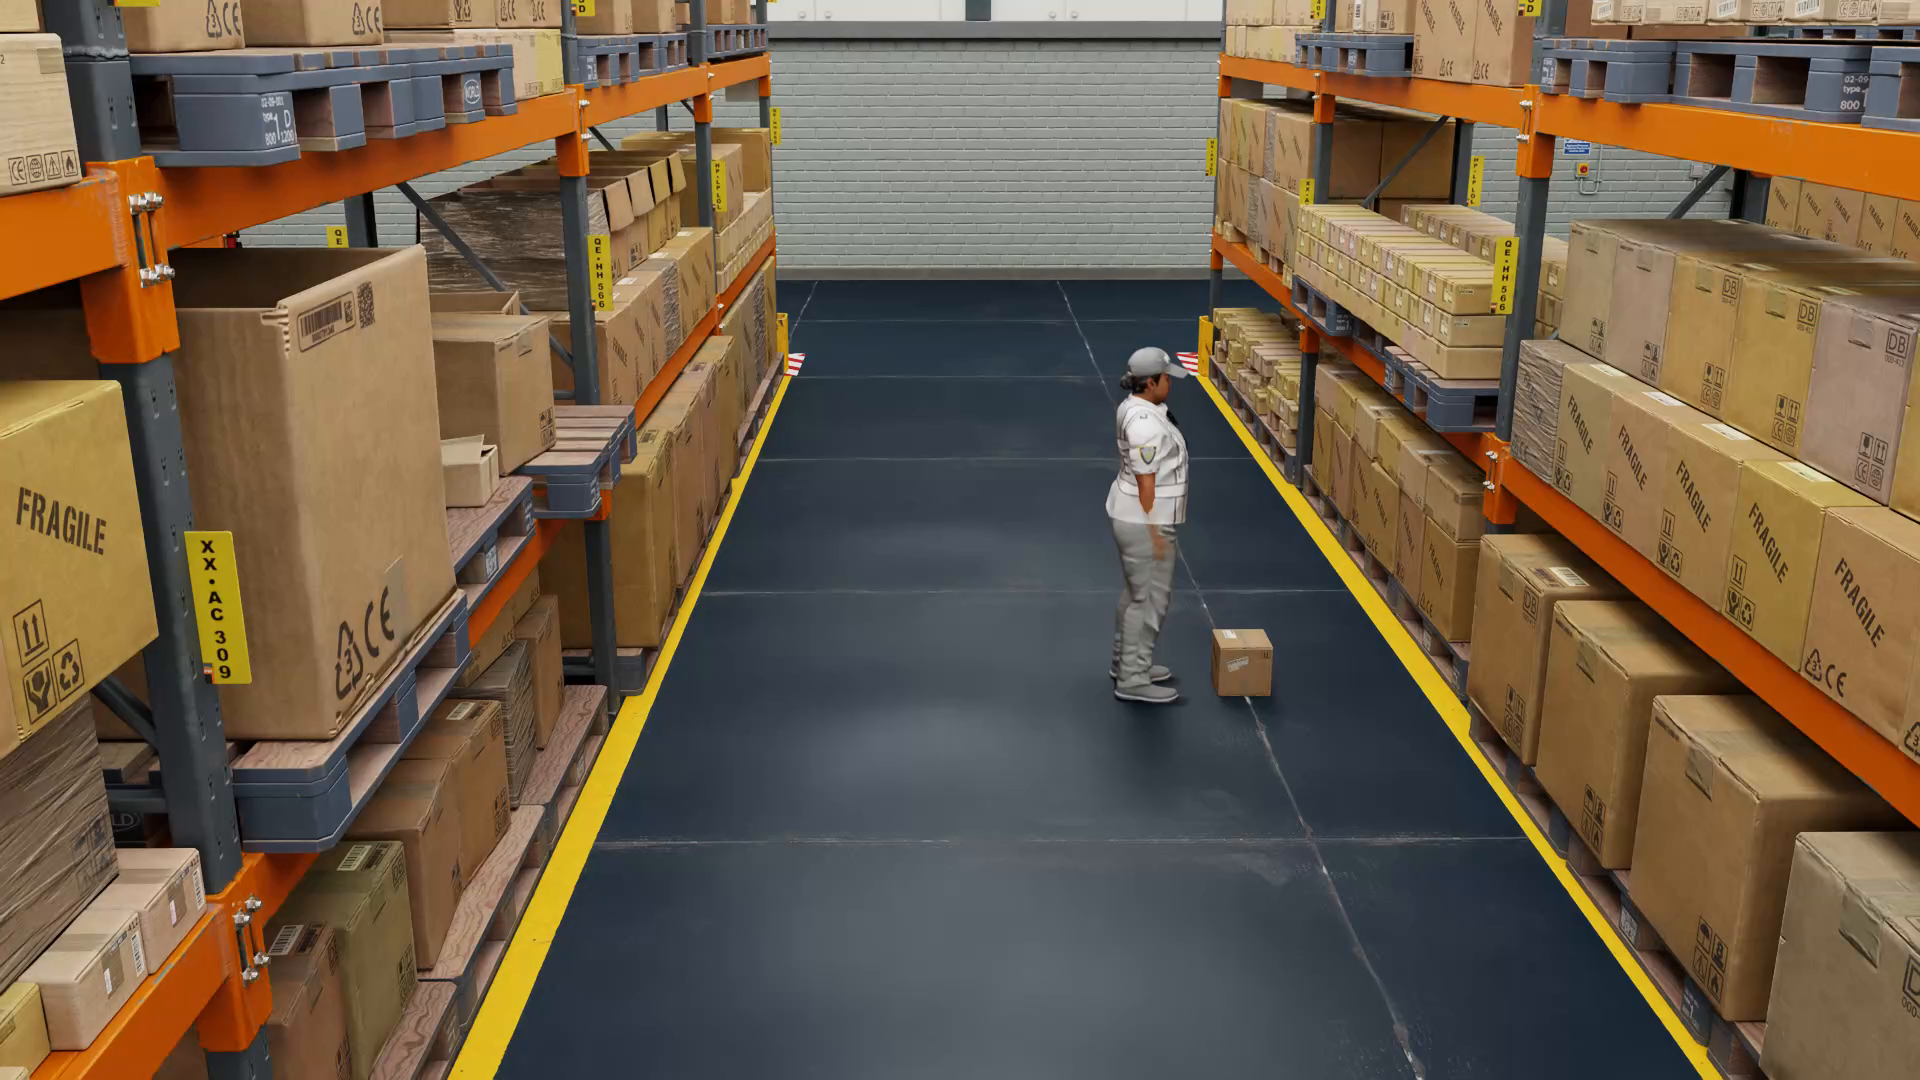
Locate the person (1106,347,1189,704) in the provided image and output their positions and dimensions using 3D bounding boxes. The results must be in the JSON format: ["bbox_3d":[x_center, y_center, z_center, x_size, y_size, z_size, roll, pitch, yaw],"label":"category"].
[{"bbox_3d":[0.881,-0.082,7.814,0.390,1.664,0.467,0,17,0],"label":"person"}]
